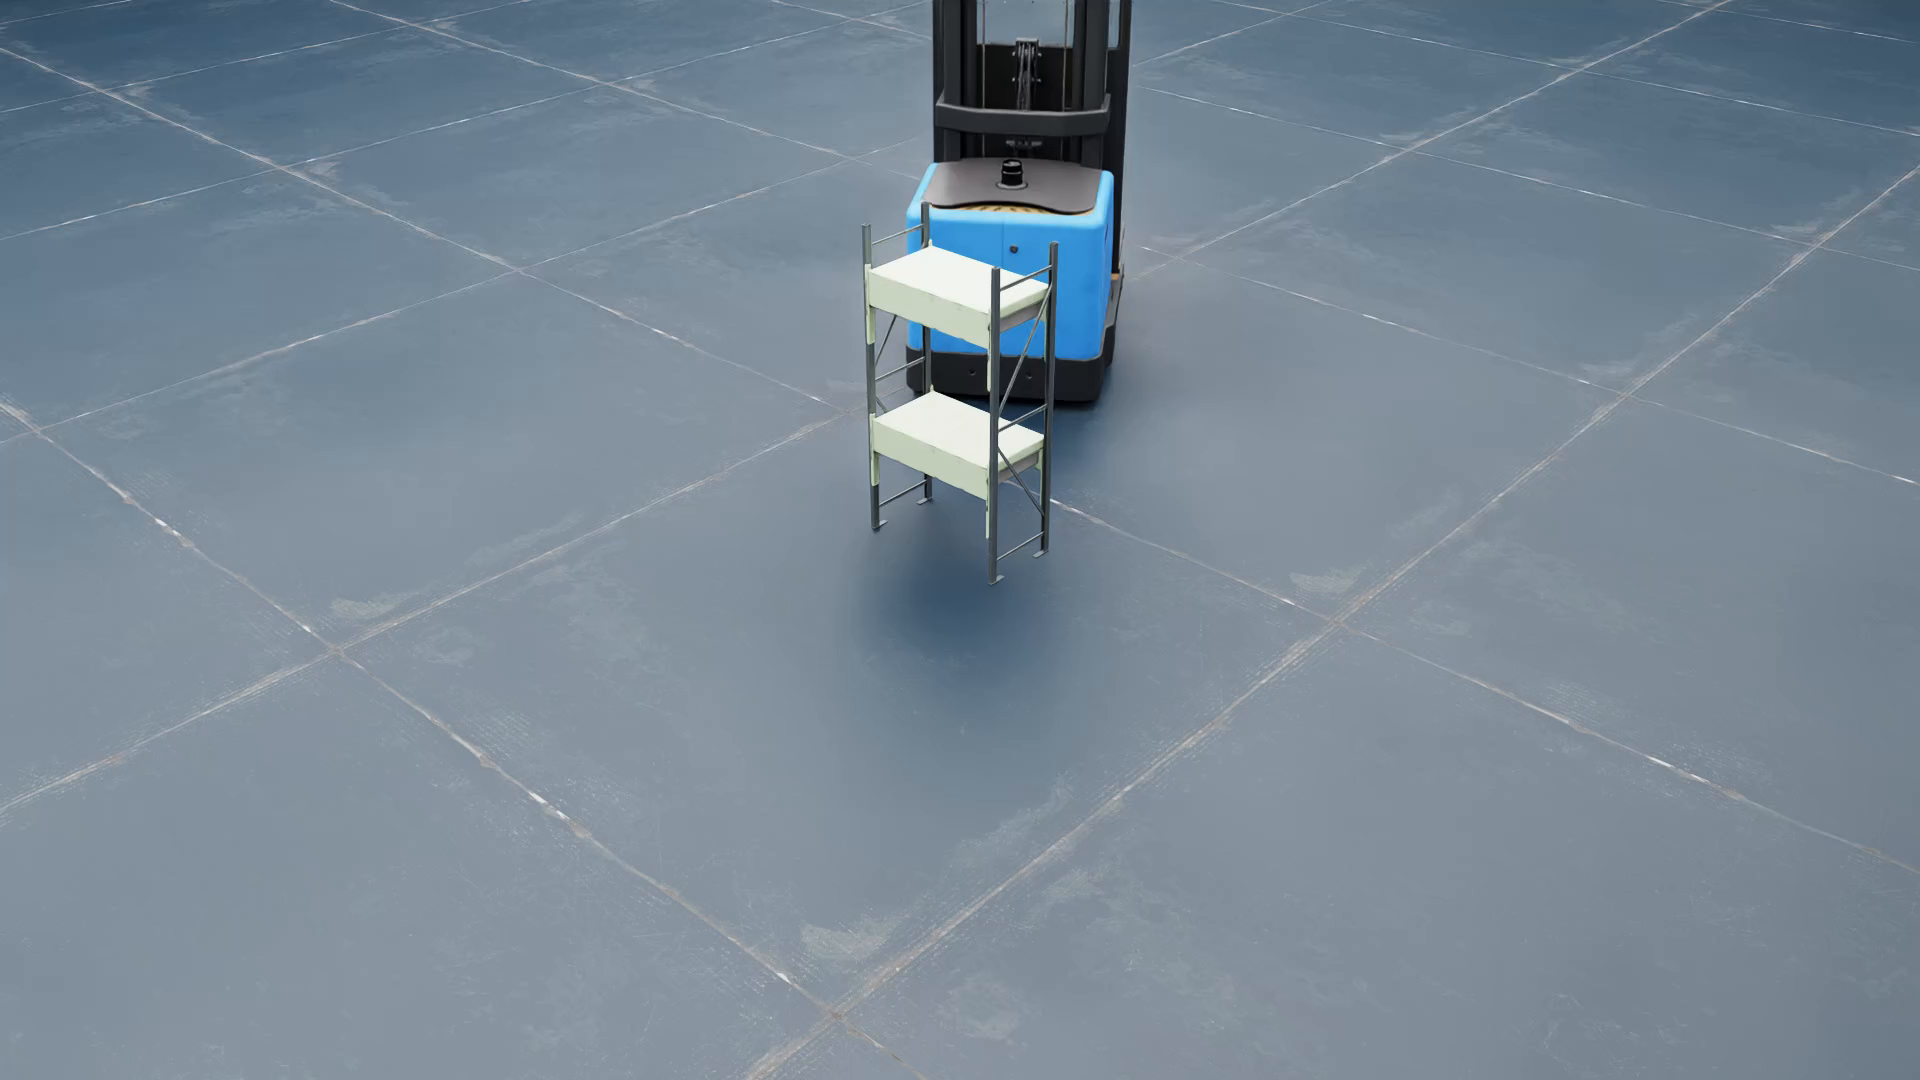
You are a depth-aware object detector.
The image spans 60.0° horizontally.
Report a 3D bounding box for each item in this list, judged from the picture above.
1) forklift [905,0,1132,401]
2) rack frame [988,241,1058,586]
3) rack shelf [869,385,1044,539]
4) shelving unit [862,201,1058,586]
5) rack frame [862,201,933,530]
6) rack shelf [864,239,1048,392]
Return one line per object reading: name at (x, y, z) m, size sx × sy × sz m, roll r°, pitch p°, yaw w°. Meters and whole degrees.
forklift at (0.427, -2.734, 9.449) m, size 1.130 × 2.935 × 3.031 m, roll 4°, pitch 31°, yaw 7°
rack frame at (0.266, -0.518, 7.157) m, size 0.023 × 1.500 × 0.400 m, roll 25°, pitch 39°, yaw 35°
rack shelf at (-0.005, -0.366, 7.535) m, size 0.720 × 0.370 × 0.431 m, roll 25°, pitch 39°, yaw 35°
shelving unit at (-0.005, -0.645, 7.367) m, size 0.755 × 1.500 × 0.431 m, roll 25°, pitch 39°, yaw 35°
rack frame at (-0.276, -0.772, 7.577) m, size 0.023 × 1.500 × 0.400 m, roll 25°, pitch 39°, yaw 35°
rack shelf at (-0.005, -0.979, 7.166) m, size 0.720 × 0.370 × 0.431 m, roll 25°, pitch 39°, yaw 35°
